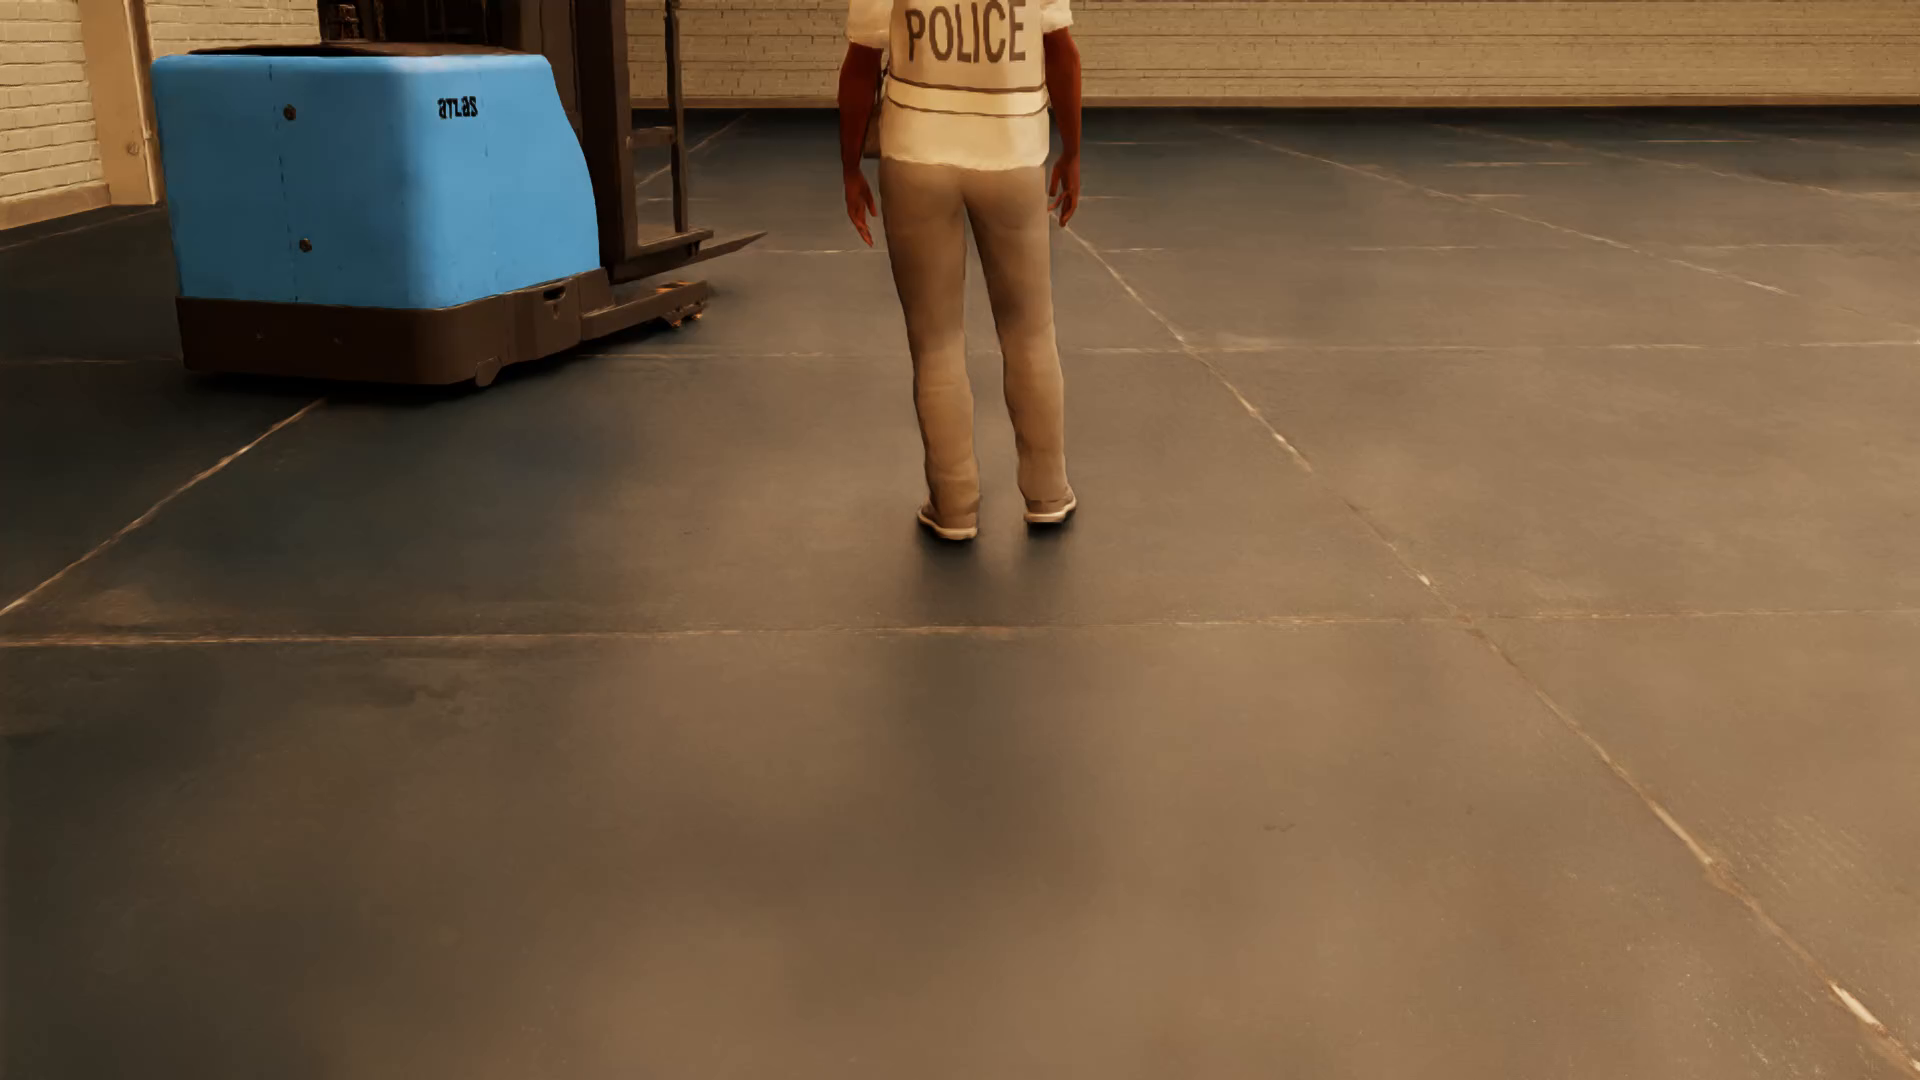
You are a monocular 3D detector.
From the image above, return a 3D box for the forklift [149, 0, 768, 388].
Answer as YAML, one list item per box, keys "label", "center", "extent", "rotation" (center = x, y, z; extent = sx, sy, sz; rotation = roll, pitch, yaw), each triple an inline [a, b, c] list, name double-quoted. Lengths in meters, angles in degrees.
- label: "forklift"
  center: [-1.686, -2.283, 6.370]
  extent: [1.130, 2.935, 3.031]
  rotation: [5, 18, 16]

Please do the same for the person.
- label: "person"
  center: [0.016, -0.840, 3.741]
  extent: [0.570, 1.695, 0.529]
  rotation: [-1, 17, -3]
